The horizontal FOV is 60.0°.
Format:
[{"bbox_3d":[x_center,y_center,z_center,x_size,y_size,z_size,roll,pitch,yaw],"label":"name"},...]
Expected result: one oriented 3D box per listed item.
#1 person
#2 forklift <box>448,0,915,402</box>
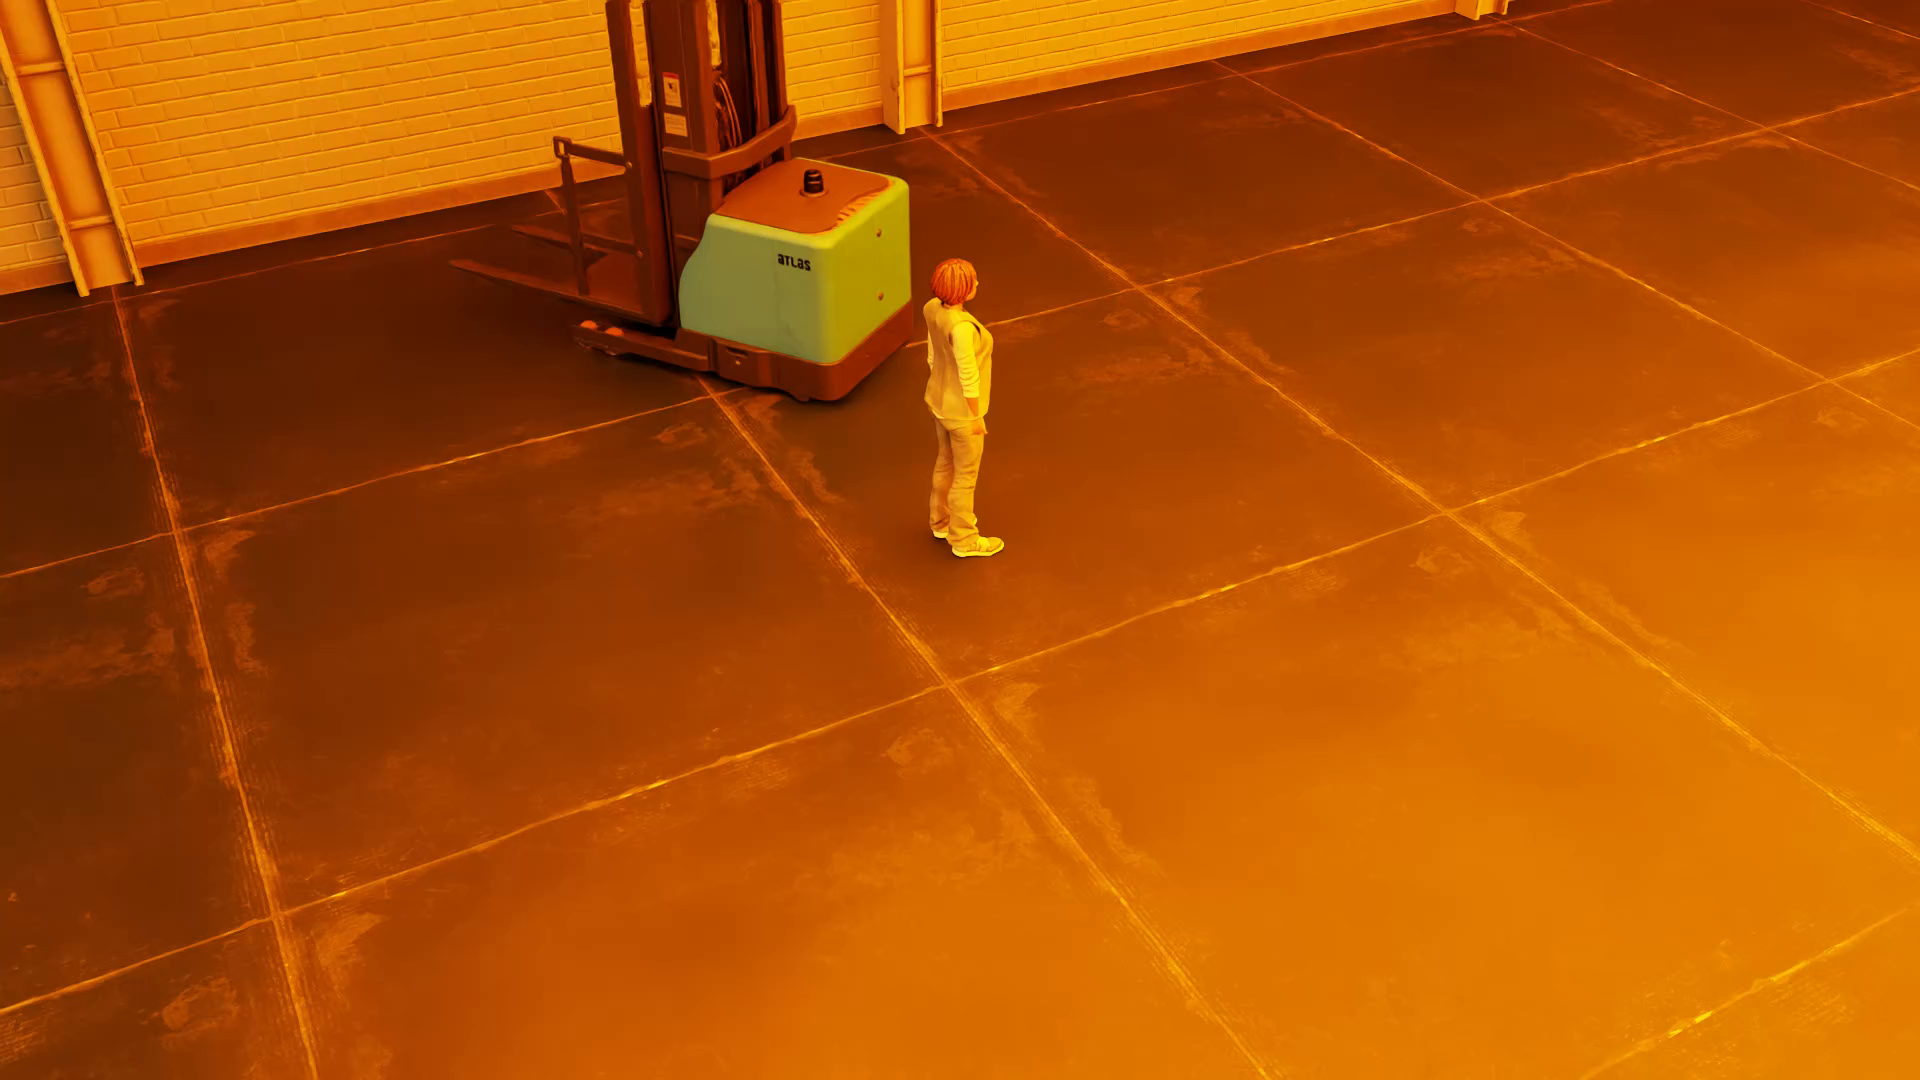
[{"bbox_3d":[-0.001,-0.654,8.203,0.327,1.602,0.409,-17,39,-23],"label":"person"},{"bbox_3d":[-1.834,-2.592,9.790,3.031,2.935,1.130,16,38,22],"label":"forklift"}]
